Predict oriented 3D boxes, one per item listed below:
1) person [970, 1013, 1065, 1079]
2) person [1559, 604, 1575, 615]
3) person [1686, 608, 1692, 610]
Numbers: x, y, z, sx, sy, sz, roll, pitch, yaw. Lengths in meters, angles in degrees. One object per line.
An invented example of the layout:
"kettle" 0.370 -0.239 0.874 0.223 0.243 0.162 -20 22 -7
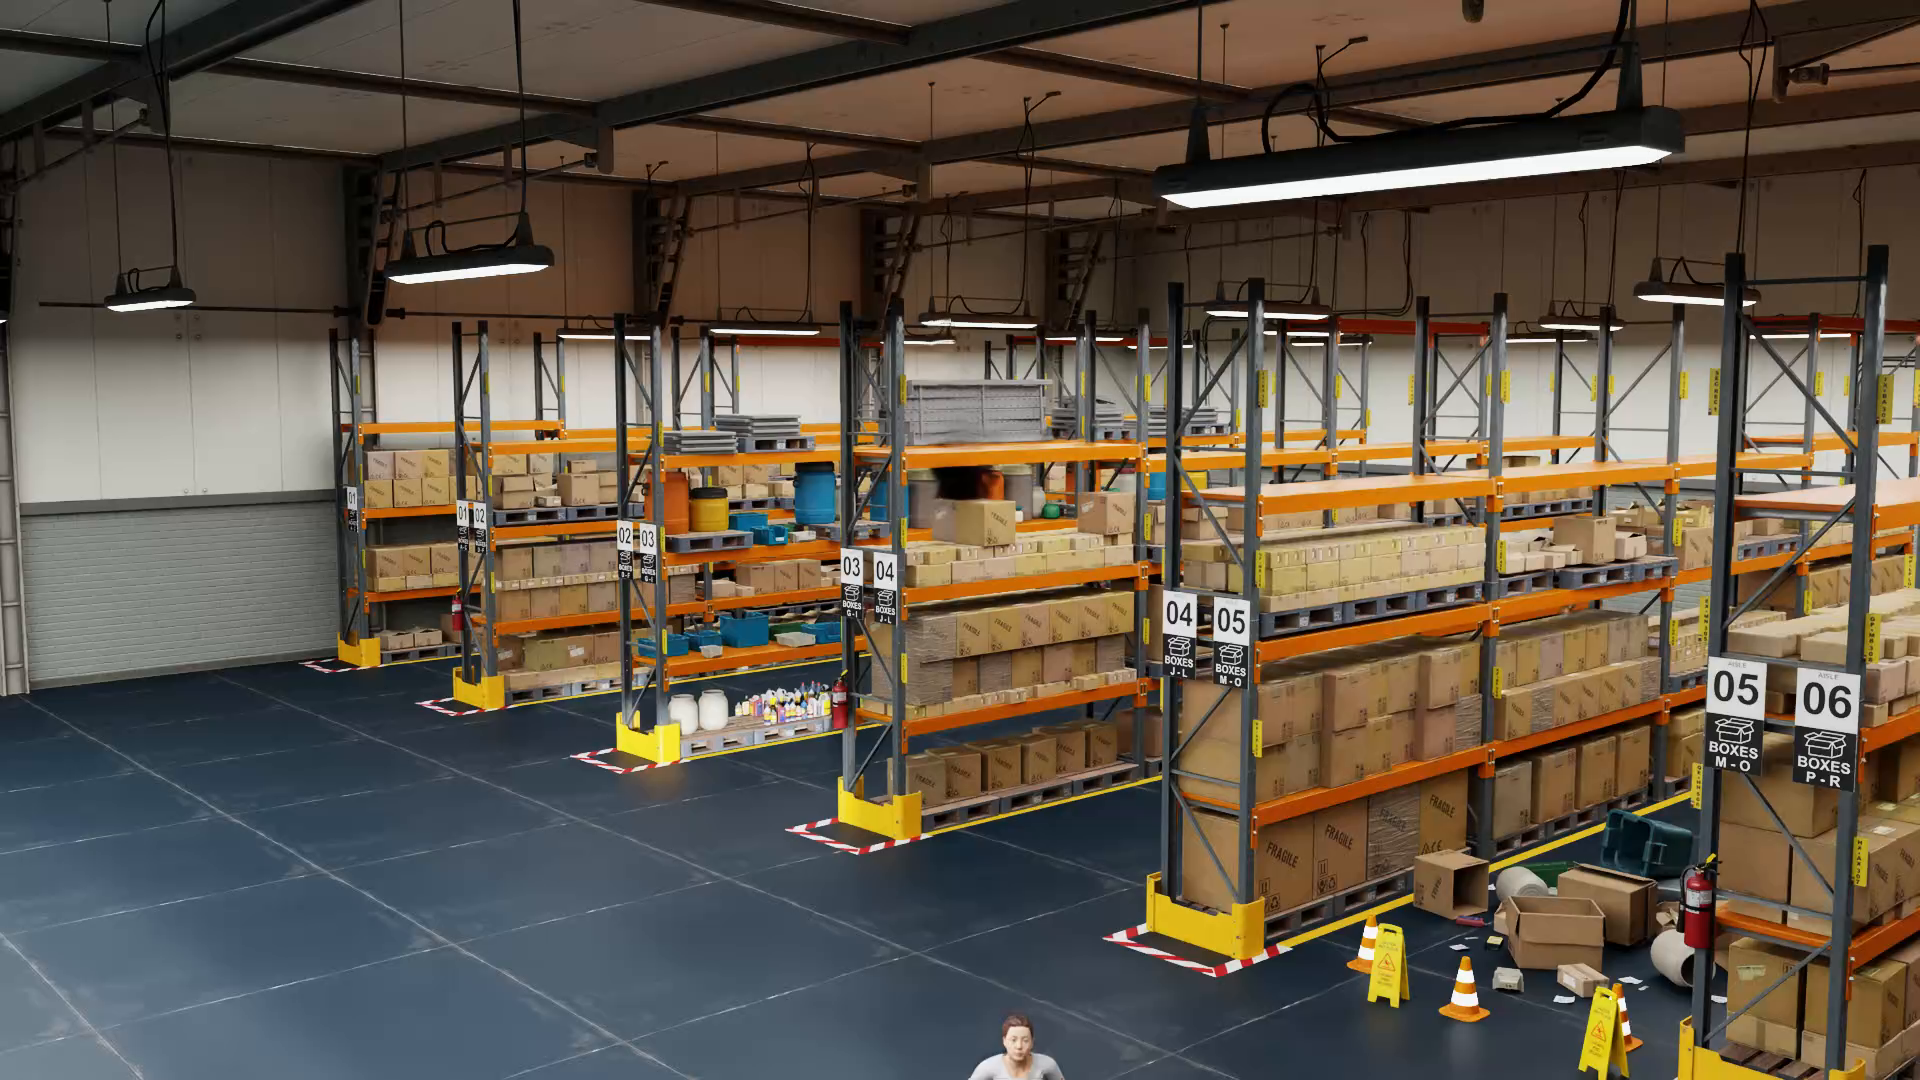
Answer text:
"person" 0.315 3.438 9.376 0.589 1.649 0.779 0 6 -2
"person" 9.407 1.768 25.891 0.783 1.707 0.617 -5 8 -42
"person" 11.333 1.838 25.715 0.669 1.617 0.561 -6 8 -44
